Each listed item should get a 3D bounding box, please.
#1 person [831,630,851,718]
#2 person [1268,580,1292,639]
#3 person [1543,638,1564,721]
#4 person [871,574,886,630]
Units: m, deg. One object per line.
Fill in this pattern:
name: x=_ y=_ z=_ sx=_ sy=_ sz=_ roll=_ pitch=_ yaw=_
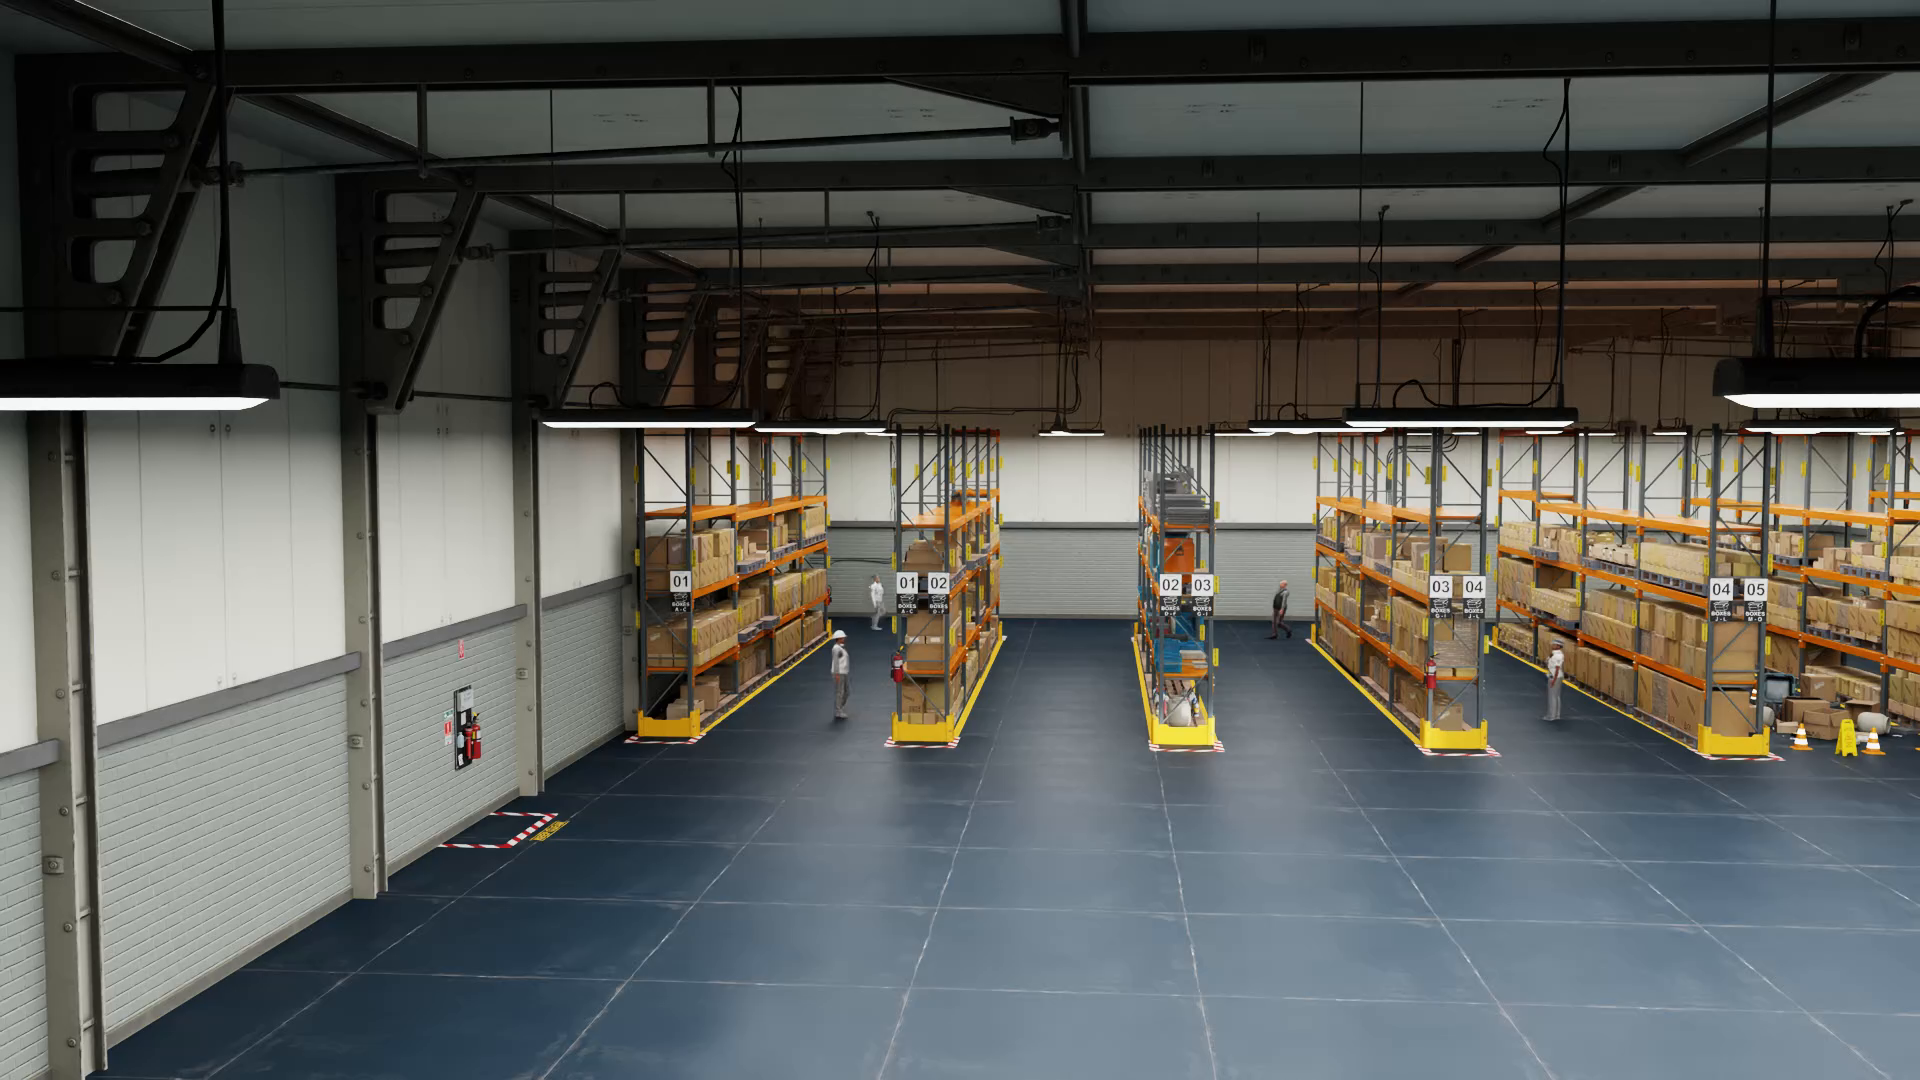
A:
person: x=-2.460 y=2.773 z=34.284 sx=0.378 sy=1.812 sz=0.590 roll=0 pitch=4 yaw=7
person: x=9.132 y=1.992 z=47.314 sx=0.661 sy=1.697 sz=0.560 roll=-1 pitch=4 yaw=-15
person: x=12.080 y=2.828 z=33.820 sx=0.380 sy=1.704 sz=0.469 roll=2 pitch=4 yaw=29
person: x=-2.460 y=1.846 z=49.653 sx=0.439 sy=1.679 sz=0.544 roll=0 pitch=3 yaw=6
